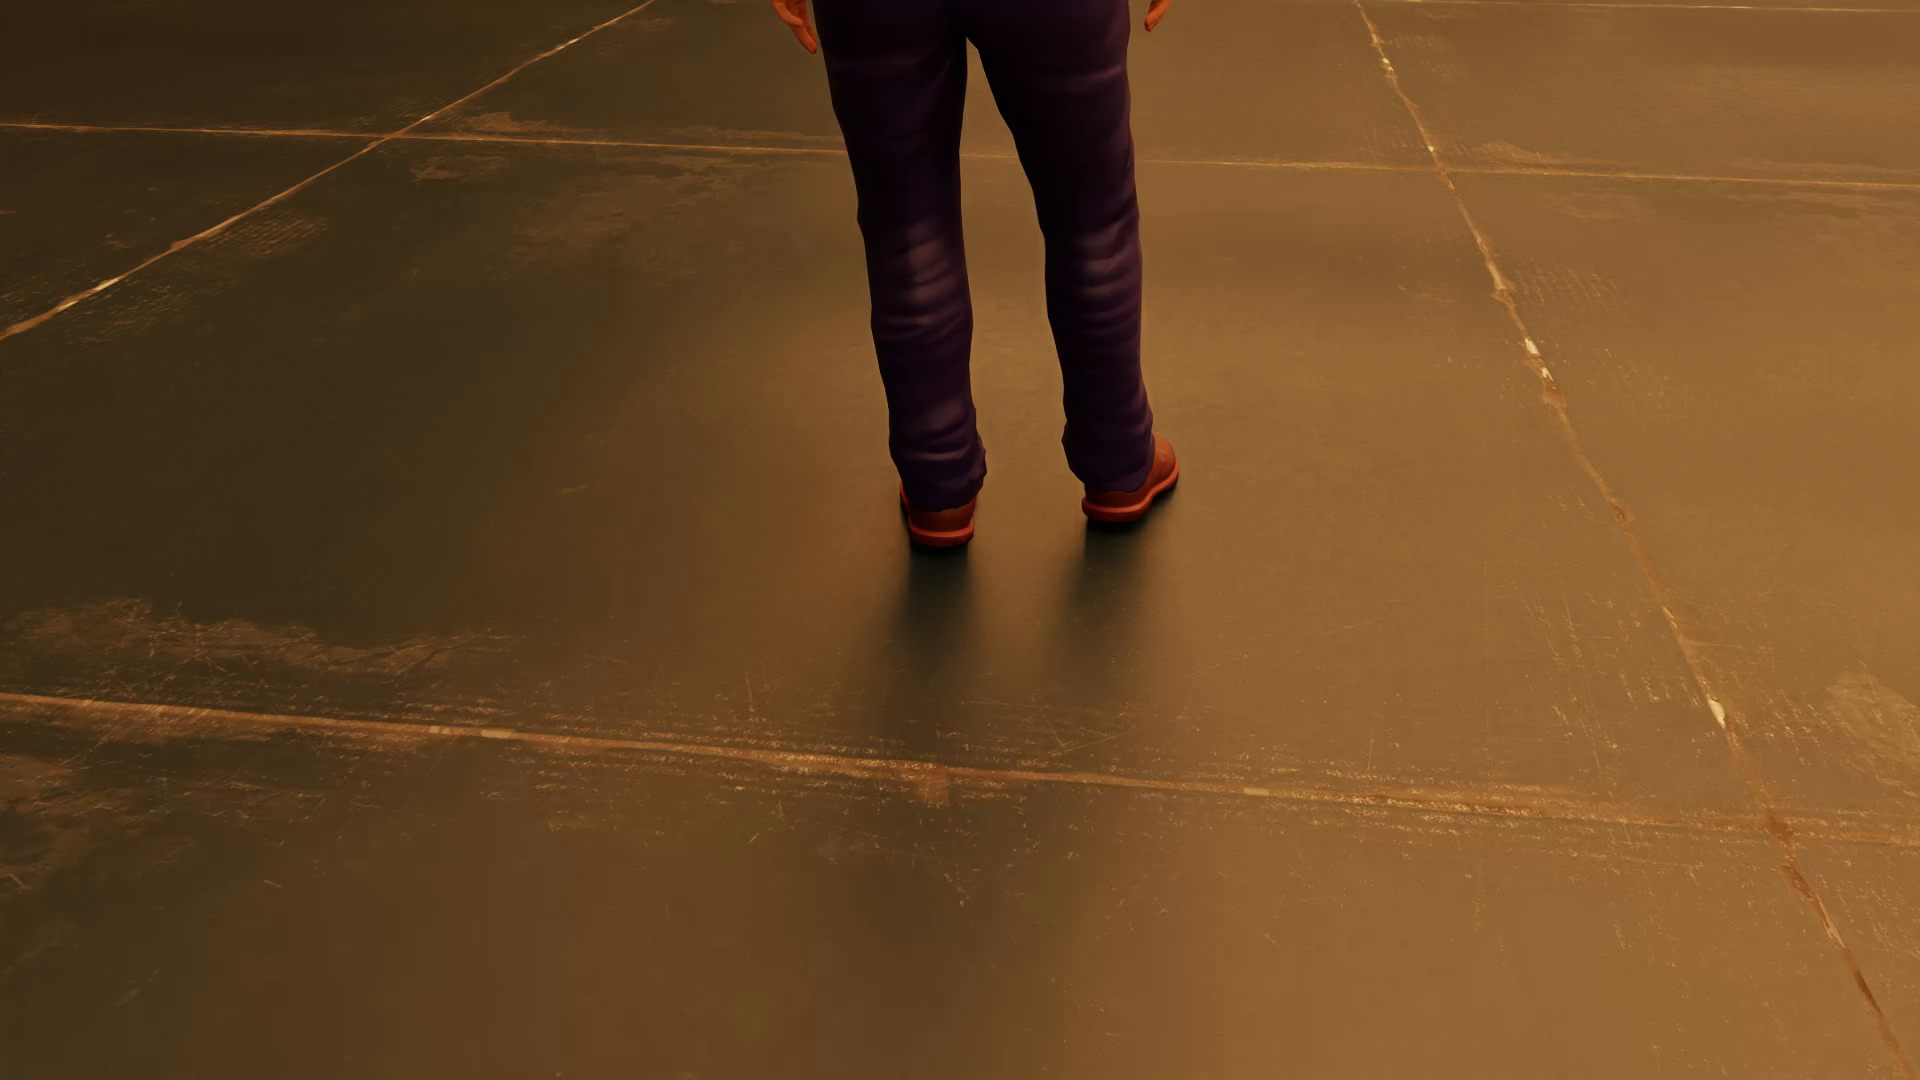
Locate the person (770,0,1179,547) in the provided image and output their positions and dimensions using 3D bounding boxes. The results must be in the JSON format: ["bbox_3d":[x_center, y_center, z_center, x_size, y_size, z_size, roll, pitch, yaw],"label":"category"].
[{"bbox_3d":[0.035,-0.783,2.205,0.598,1.651,0.503,3,27,7],"label":"person"}]
